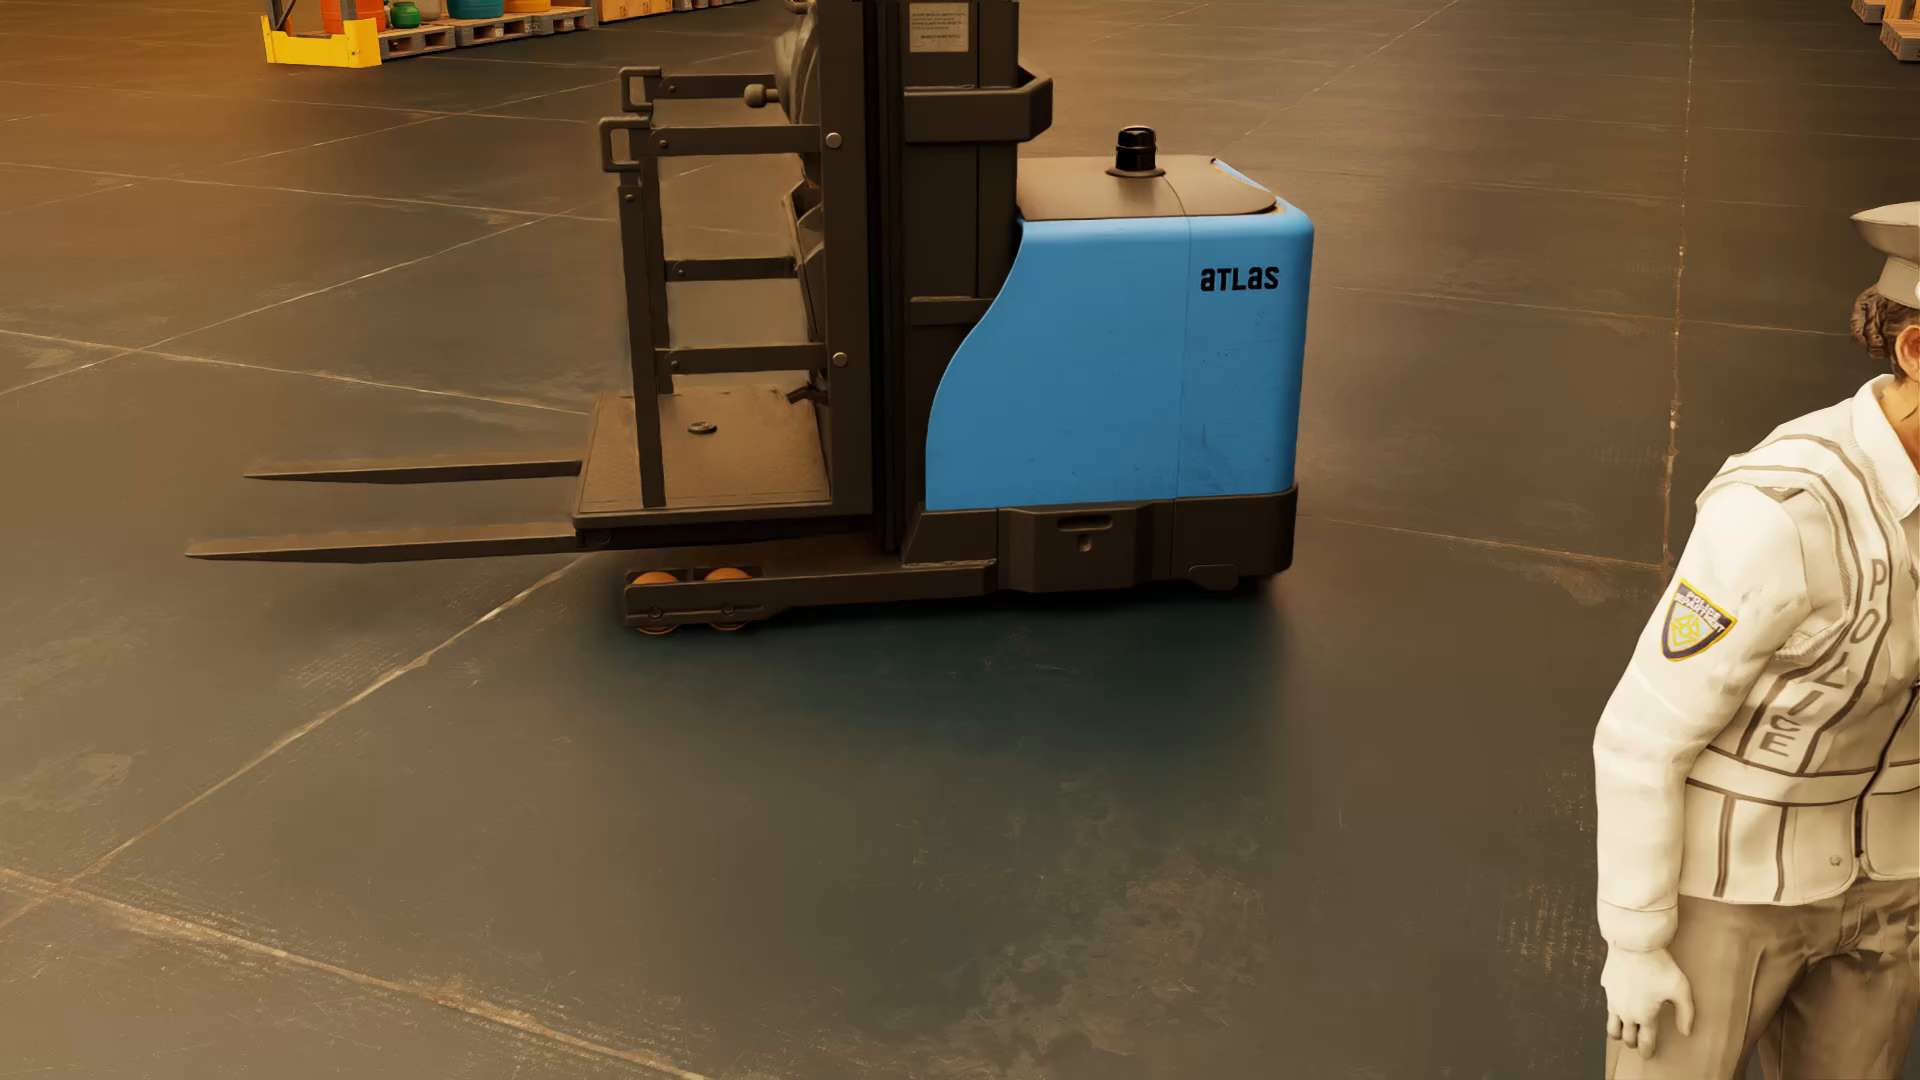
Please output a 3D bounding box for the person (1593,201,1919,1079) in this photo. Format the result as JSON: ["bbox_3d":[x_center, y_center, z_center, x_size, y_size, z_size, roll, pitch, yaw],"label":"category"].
[{"bbox_3d":[0.957,0.425,1.924,0.534,1.661,0.374,-7,24,-17],"label":"person"}]

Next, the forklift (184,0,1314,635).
[{"bbox_3d":[-0.610,-1.314,4.435,3.031,2.935,1.130,-3,23,-7],"label":"forklift"}]
